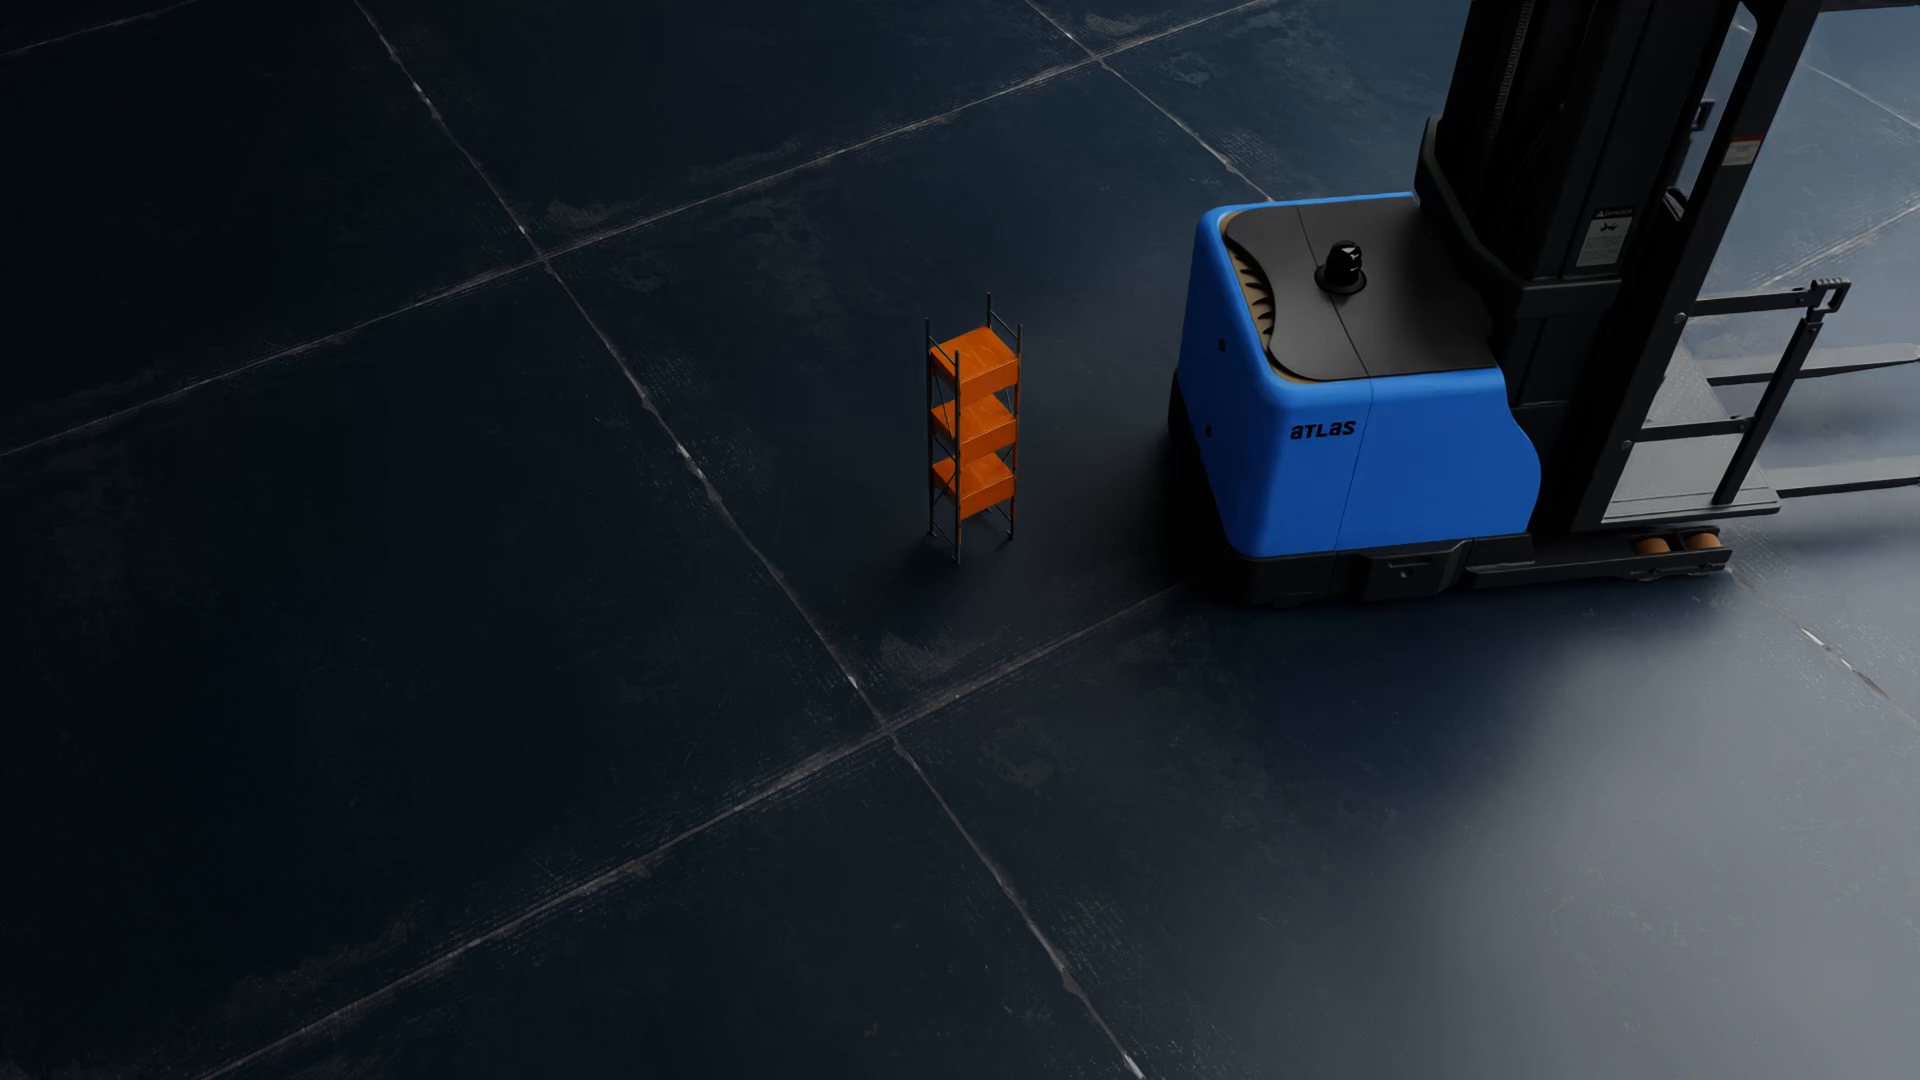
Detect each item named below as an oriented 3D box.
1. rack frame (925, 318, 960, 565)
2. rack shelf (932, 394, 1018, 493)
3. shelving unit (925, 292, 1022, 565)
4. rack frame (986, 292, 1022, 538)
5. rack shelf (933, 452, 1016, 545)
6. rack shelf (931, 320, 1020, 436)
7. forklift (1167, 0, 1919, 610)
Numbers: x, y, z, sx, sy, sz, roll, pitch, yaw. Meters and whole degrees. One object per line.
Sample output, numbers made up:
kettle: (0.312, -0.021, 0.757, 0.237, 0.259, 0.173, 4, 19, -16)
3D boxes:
rack frame: (-0.058, -0.322, 5.834, 0.008, 1.050, 0.200, -25, 53, -21)
rack shelf: (0.045, -0.363, 5.885, 0.240, 0.259, 0.215, -25, 53, -21)
shelving unit: (0.045, -0.370, 5.877, 0.252, 1.050, 0.215, -25, 53, -21)
rack frame: (0.148, -0.419, 5.920, 0.008, 1.050, 0.200, -25, 53, -21)
rack shelf: (0.045, -0.179, 6.092, 0.240, 0.259, 0.215, -25, 53, -21)
rack shelf: (0.045, -0.552, 5.673, 0.240, 0.259, 0.215, -25, 53, -21)
forklift: (2.376, -1.214, 5.368, 3.031, 2.935, 1.130, -5, 49, -5)
